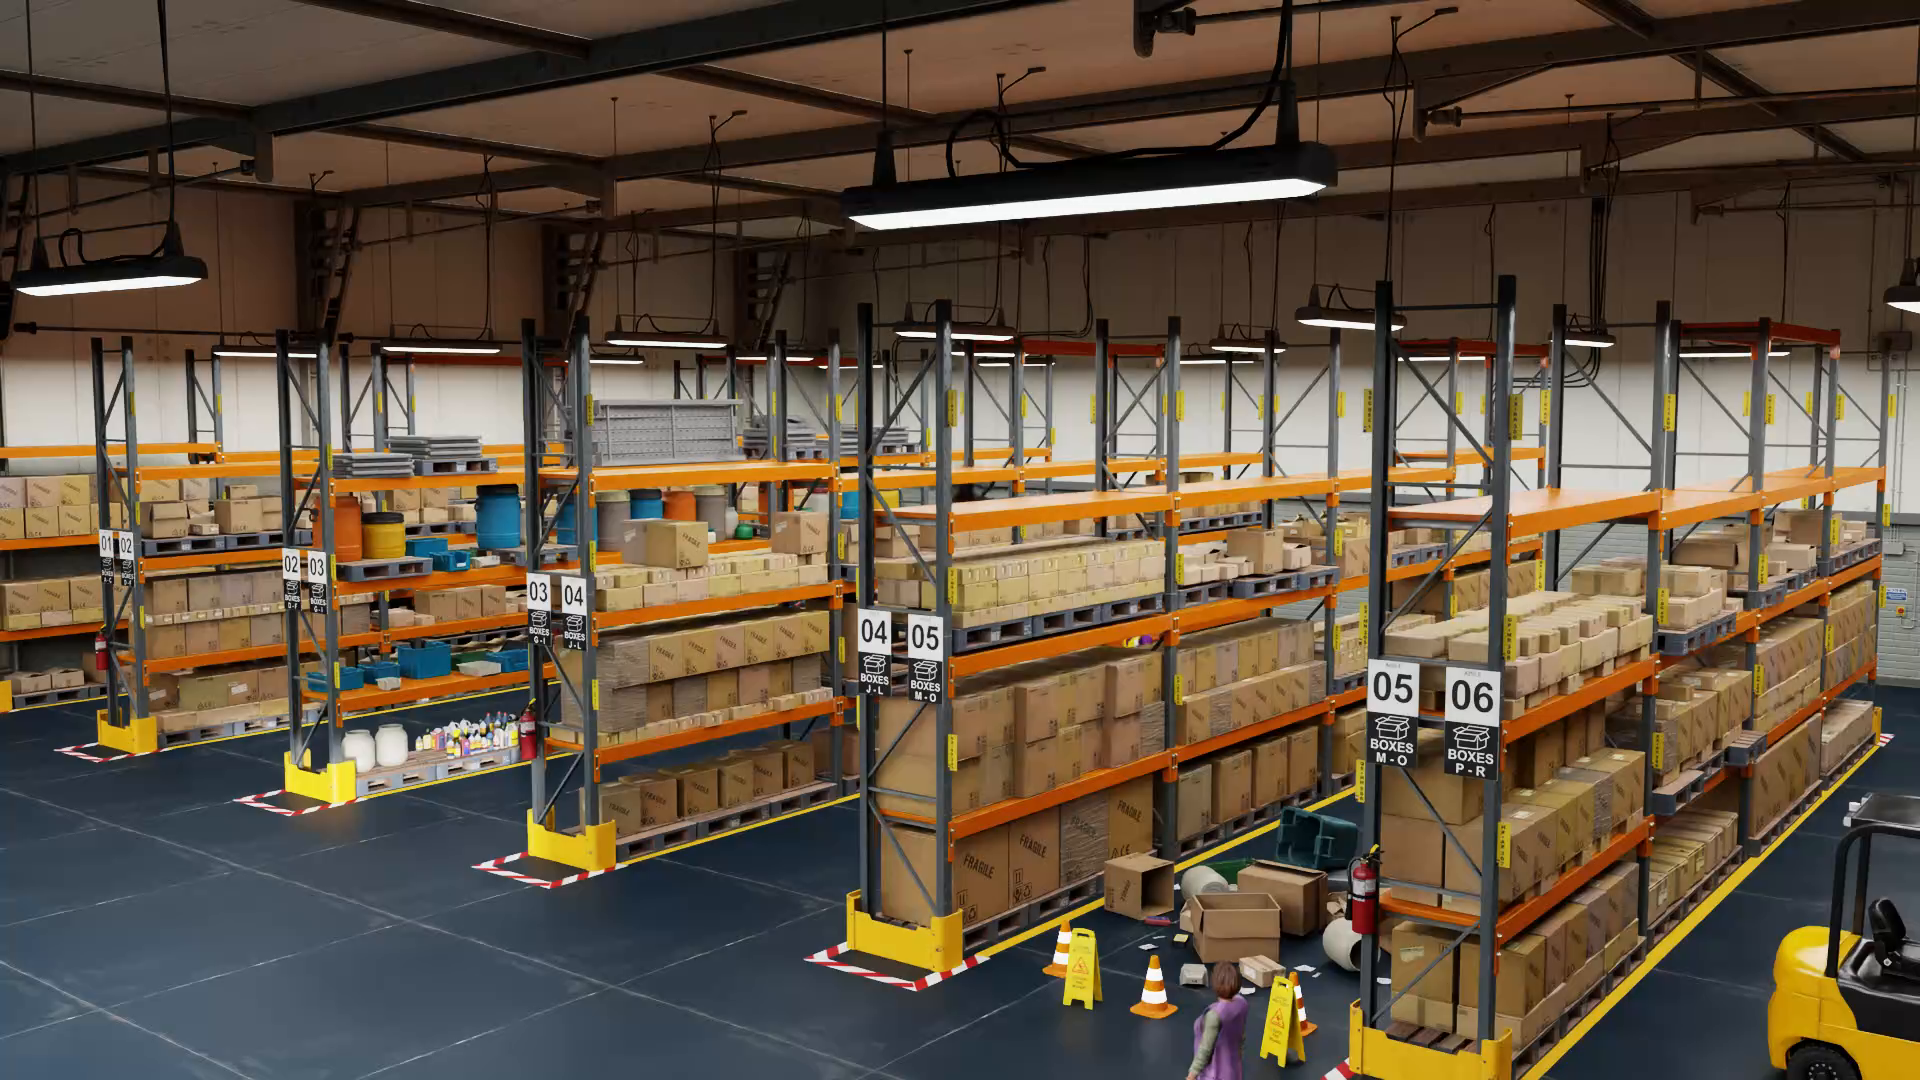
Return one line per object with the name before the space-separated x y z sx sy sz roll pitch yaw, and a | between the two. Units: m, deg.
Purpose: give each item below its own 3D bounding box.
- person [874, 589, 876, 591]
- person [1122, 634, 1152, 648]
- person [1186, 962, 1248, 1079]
person | -1.964 0.994 38.572 0.464 1.608 0.705 -3 6 -30
person | 2.558 1.906 24.568 0.572 1.711 1.057 4 6 36
person | 1.601 3.459 10.585 0.414 1.612 0.441 2 5 22
